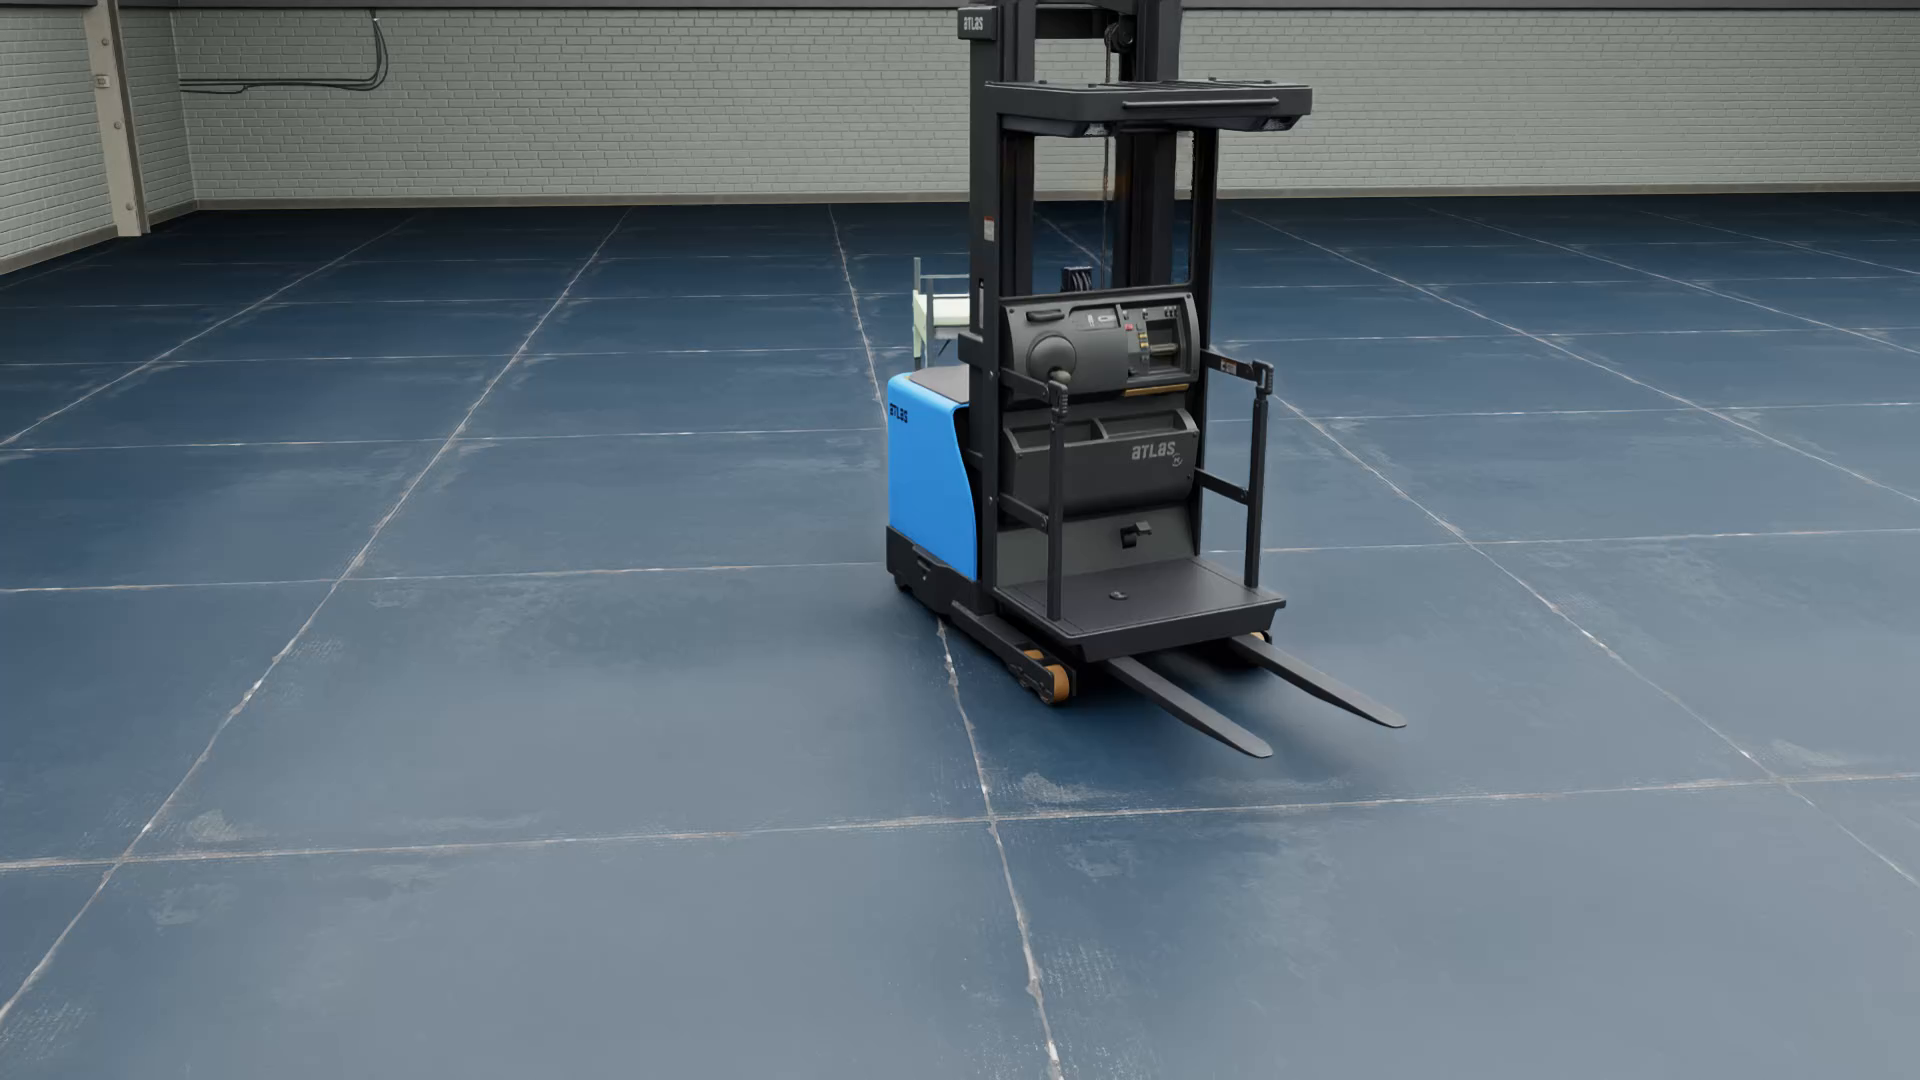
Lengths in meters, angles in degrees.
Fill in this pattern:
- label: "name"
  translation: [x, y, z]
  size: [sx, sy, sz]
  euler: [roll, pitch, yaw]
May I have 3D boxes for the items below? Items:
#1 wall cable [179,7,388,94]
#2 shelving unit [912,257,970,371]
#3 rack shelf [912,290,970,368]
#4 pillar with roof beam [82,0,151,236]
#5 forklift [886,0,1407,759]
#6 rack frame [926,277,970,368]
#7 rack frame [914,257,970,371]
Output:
- label: "wall cable"
  translation: [-9.994, -7.800, 24.183]
  size: [3.097, 2.526, 0.112]
  euler: [-2, 18, -6]
- label: "shelving unit"
  translation: [-0.012, -0.723, 8.975]
  size: [0.431, 1.500, 0.755]
  euler: [-2, 18, -6]
- label: "rack shelf"
  translation: [-0.012, -1.095, 8.858]
  size: [0.431, 0.370, 0.720]
  euler: [-2, 18, -6]
- label: "pillar with roof beam"
  translation: [-6.724, -8.496, 21.215]
  size: [9.100, 9.000, 0.400]
  euler: [-2, 18, -6]
- label: "forklift"
  translation: [0.720, -0.859, 7.019]
  size: [1.130, 2.935, 3.031]
  euler: [-8, 19, -24]
- label: "rack frame"
  translation: [0.030, -0.614, 8.628]
  size: [0.400, 1.500, 0.023]
  euler: [-2, 18, -6]
- label: "rack frame"
  translation: [-0.053, -0.832, 9.322]
  size: [0.400, 1.500, 0.023]
  euler: [-2, 18, -6]
